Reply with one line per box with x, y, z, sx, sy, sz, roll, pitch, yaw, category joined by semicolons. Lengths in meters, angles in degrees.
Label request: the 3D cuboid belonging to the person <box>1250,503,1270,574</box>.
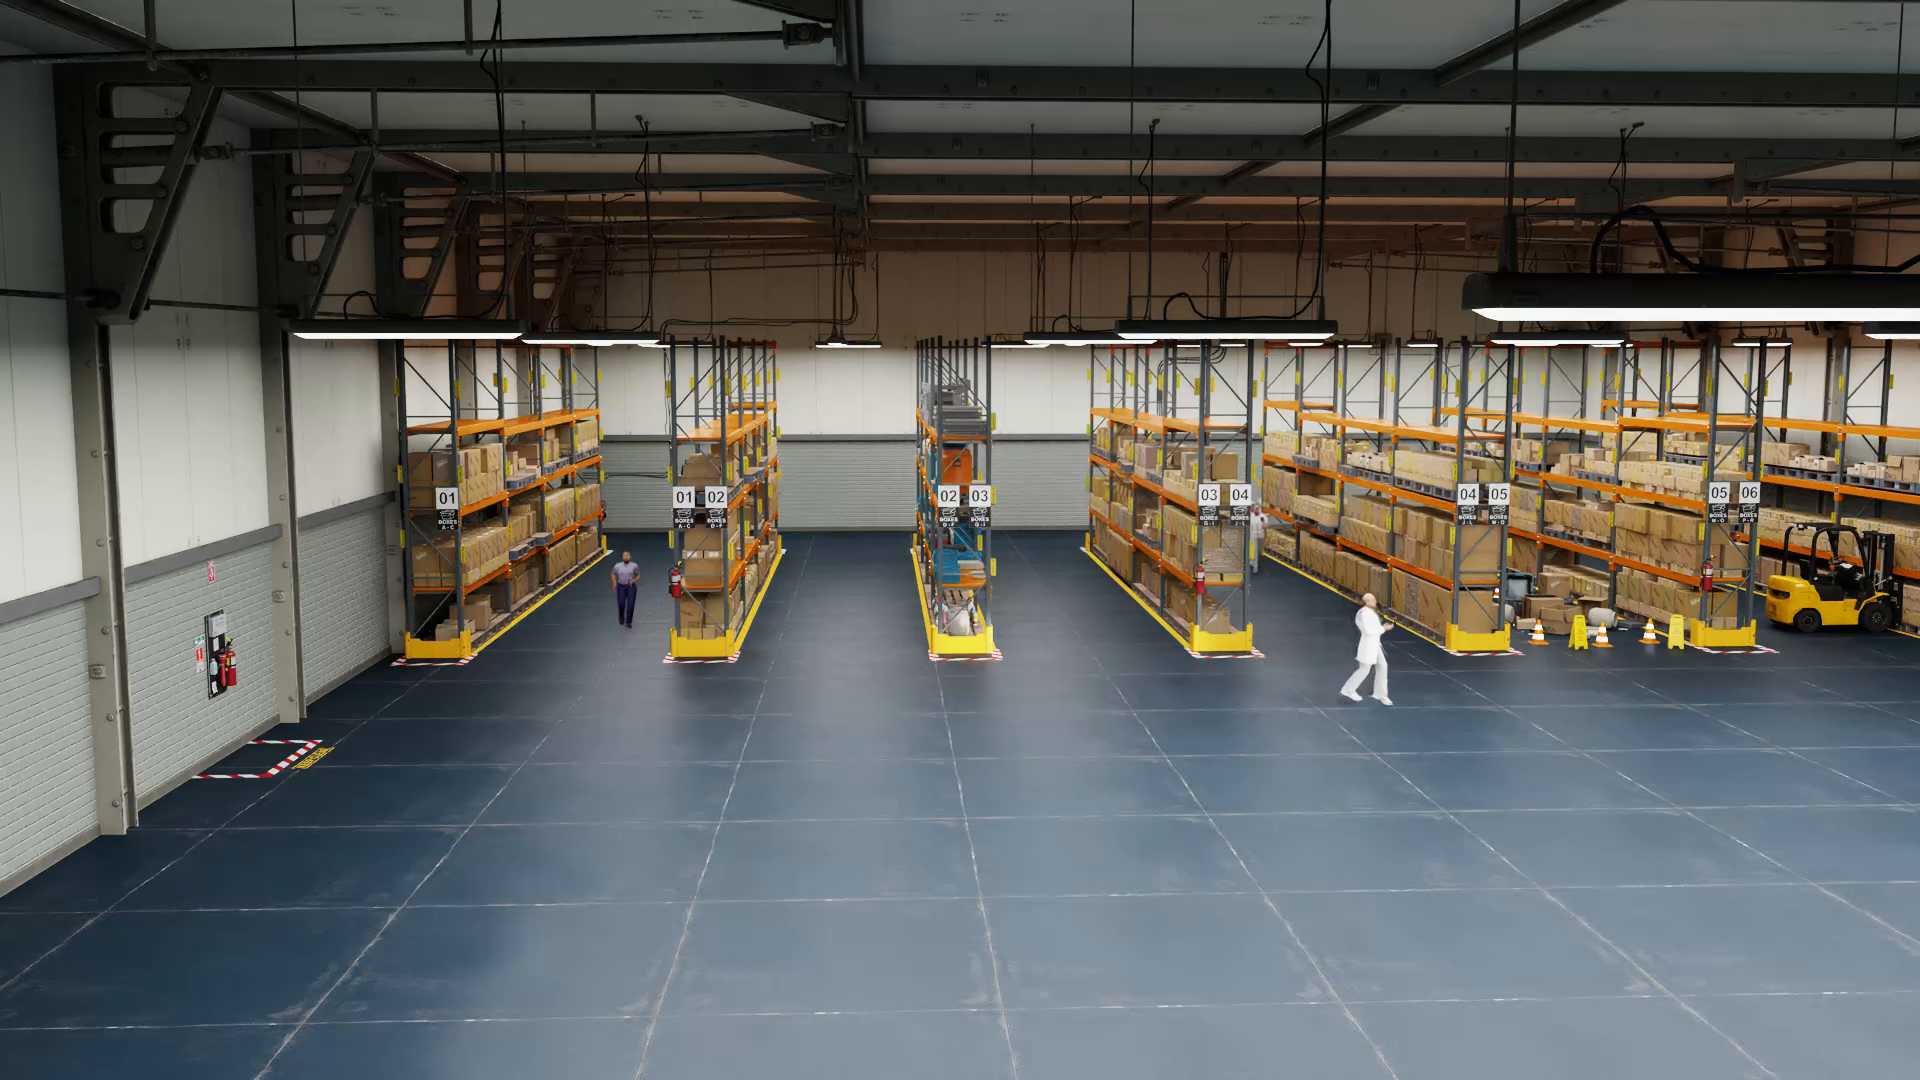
7.742;-0.071;43.294;0.645;1.805;0.913;0;6;1;person

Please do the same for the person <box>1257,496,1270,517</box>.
8.840;-0.727;48.936;1.018;1.745;0.716;-1;7;-8;person

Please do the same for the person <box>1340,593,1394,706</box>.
6.616;1.773;26.948;0.851;1.833;0.692;3;7;26;person

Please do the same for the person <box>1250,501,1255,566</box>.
7.786;-0.171;44.286;0.645;1.740;0.584;0;6;-3;person

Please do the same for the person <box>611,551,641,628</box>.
-6.888;1.027;34.341;0.606;1.600;0.556;-1;7;-13;person
